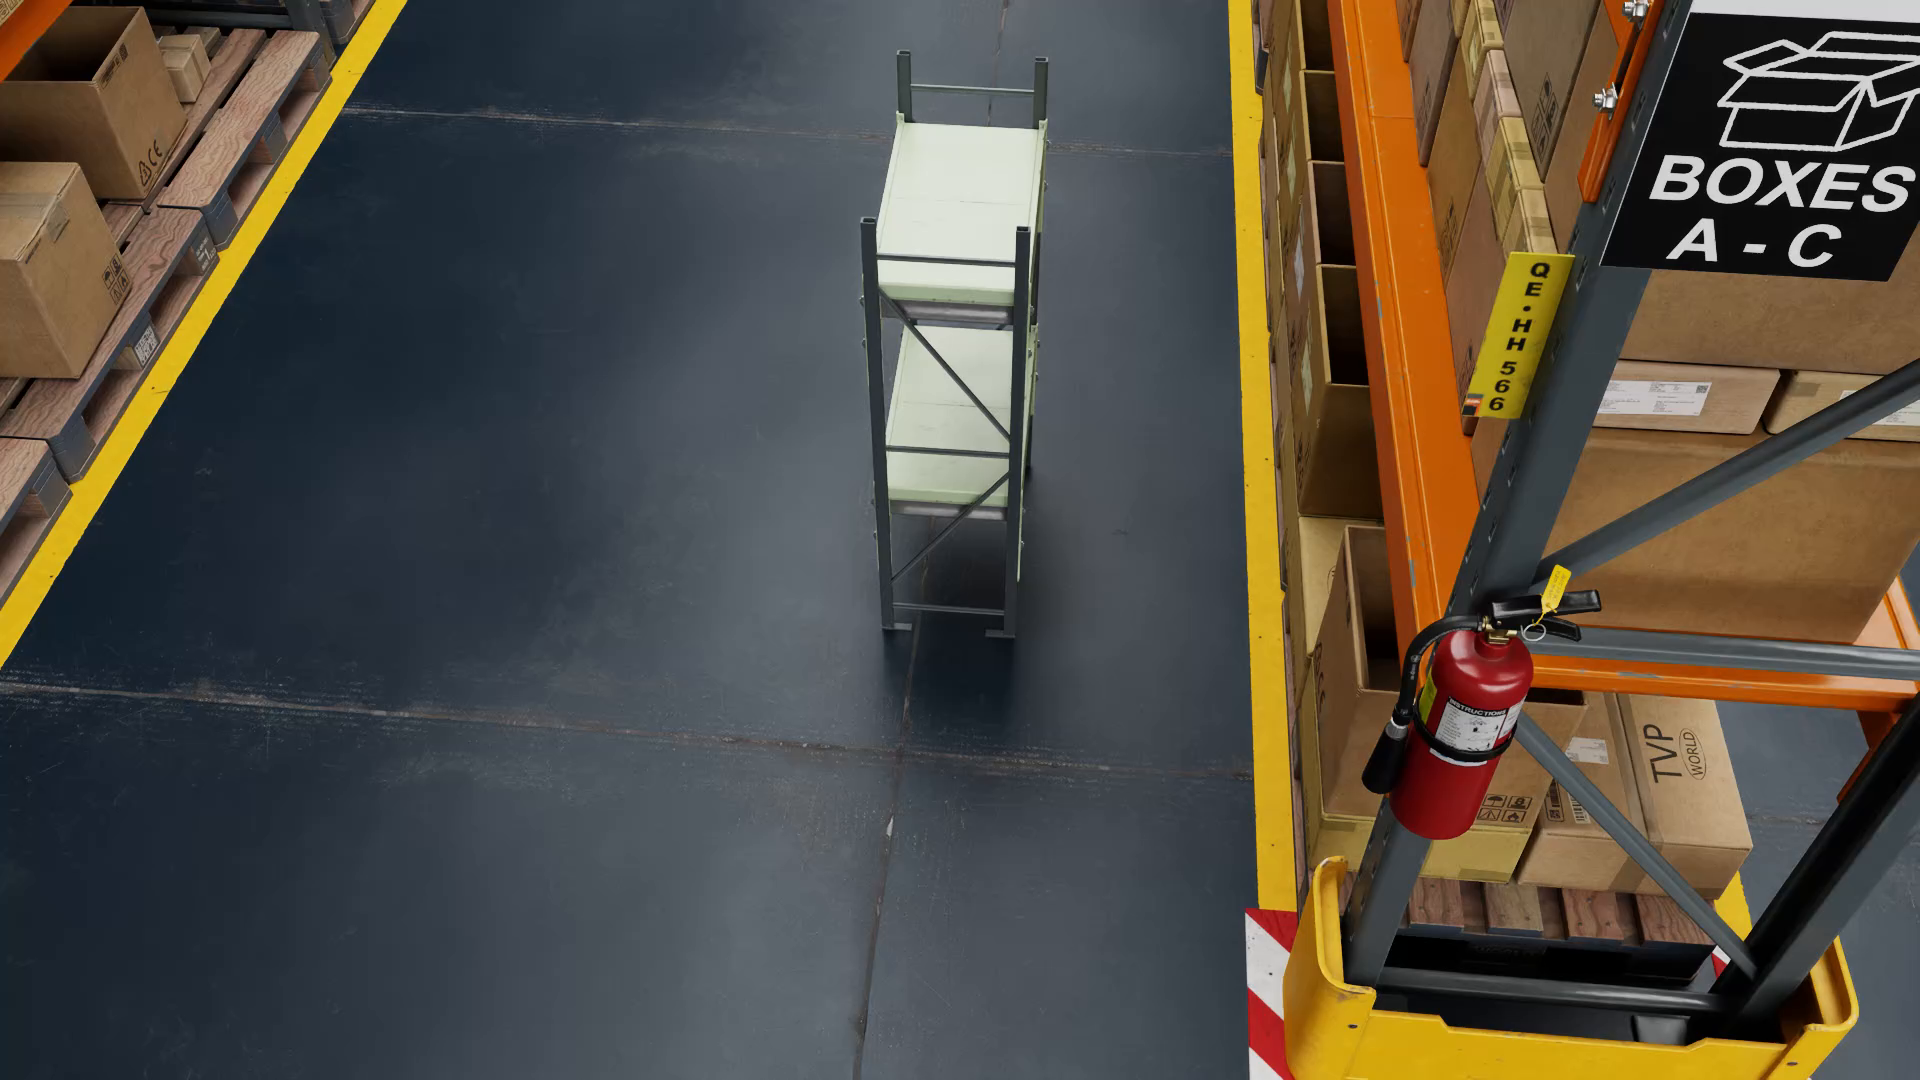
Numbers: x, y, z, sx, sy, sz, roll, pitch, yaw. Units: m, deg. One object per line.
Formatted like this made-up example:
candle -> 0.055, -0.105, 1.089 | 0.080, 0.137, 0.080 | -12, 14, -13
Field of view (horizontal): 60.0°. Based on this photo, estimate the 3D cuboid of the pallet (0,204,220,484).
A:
pallet -> -3.308, -0.725, 5.770 | 1.003, 0.211, 1.213 | 4, 48, 4

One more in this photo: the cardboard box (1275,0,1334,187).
cardboard box -> 1.368, -1.509, 5.668 | 0.500, 0.500, 0.500 | 4, 48, 4

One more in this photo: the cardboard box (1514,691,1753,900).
cardboard box -> 1.666, 0.616, 4.232 | 0.500, 0.250, 0.500 | 4, 48, 4

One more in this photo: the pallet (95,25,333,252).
pallet -> -3.199, -1.624, 6.592 | 1.003, 0.211, 1.213 | 4, 48, 4

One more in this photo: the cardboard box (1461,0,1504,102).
cardboard box -> 1.335, -1.095, 3.712 | 0.380, 0.149, 0.250 | 5, 48, 5

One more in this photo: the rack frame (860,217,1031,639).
rack frame -> -0.034, -0.232, 4.446 | 0.400, 1.500, 0.023 | 4, 48, 4

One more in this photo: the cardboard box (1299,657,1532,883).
cardboard box -> 1.150, 0.581, 4.264 | 0.500, 0.250, 0.500 | 4, 48, 4

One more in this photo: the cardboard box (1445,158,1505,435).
cardboard box -> 1.494, -0.553, 3.655 | 0.700, 0.500, 0.500 | 5, 48, 5

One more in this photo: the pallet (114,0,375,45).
pallet -> -3.104, -2.692, 7.569 | 1.003, 0.211, 1.213 | 4, 48, 4

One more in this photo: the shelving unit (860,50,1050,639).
shelving unit -> -0.001, -0.501, 4.692 | 0.431, 1.500, 0.755 | 4, 48, 4

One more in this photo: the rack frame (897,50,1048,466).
rack frame -> 0.033, -0.770, 4.938 | 0.400, 1.500, 0.023 | 4, 48, 4

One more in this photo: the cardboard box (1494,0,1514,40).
cardboard box -> 1.543, -1.401, 3.552 | 0.700, 0.500, 0.500 | 4, 48, 4

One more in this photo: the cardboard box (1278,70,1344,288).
cardboard box -> 1.315, -1.142, 5.333 | 0.500, 0.500, 0.500 | 4, 48, 4

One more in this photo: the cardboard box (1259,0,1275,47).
cardboard box -> 1.509, -2.268, 6.871 | 0.500, 0.250, 0.500 | 3, 48, 3

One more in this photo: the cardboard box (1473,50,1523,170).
cardboard box -> 1.311, -0.902, 3.535 | 0.380, 0.149, 0.250 | 4, 48, 4

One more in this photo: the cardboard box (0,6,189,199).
cardboard box -> -3.228, -1.600, 6.077 | 0.500, 0.500, 0.500 | 1, 48, 1

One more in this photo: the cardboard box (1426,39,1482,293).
cardboard box -> 1.545, -0.918, 3.989 | 0.700, 0.500, 0.500 | 4, 48, 4

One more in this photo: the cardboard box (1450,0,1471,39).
cardboard box -> 1.357, -1.289, 3.889 | 0.380, 0.149, 0.250 | 5, 48, 5

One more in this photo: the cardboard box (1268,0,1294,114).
cardboard box -> 1.406, -1.877, 6.005 | 0.500, 0.500, 0.500 | 4, 48, 4

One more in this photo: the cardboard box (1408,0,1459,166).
cardboard box -> 1.589, -1.305, 4.343 | 0.700, 0.500, 0.500 | 5, 48, 5

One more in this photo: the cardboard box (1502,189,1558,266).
cardboard box -> 1.263, -0.530, 3.194 | 0.380, 0.149, 0.250 | 5, 48, 5

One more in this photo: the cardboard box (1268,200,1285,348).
cardboard box -> 1.314, -0.889, 5.609 | 0.500, 0.250, 0.500 | 4, 48, 4

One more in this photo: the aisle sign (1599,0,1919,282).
aisle sign -> 1.097, -0.640, 2.041 | 0.394, 0.787, 0.004 | 4, 48, 4

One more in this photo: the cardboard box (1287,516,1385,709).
cardboard box -> 1.184, 0.213, 4.601 | 0.500, 0.250, 0.500 | 4, 48, 4

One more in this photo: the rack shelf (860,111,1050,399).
rack shelf -> -0.001, -0.765, 4.404 | 0.431, 0.370, 0.720 | 4, 48, 4

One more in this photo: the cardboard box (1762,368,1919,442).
cardboard box -> 1.646, -0.317, 3.000 | 0.380, 0.149, 0.250 | 4, 48, 3

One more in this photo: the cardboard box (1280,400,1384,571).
cardboard box -> 1.227, -0.154, 4.937 | 0.500, 0.250, 0.500 | 4, 48, 4

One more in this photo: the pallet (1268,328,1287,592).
pallet -> 1.537, -0.309, 5.389 | 1.003, 0.211, 1.213 | 4, 48, 4

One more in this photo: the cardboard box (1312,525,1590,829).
cardboard box -> 1.148, 0.328, 3.988 | 0.500, 0.500, 0.500 | 4, 48, 4

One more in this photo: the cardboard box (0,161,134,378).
cardboard box -> -3.217, -0.883, 5.421 | 0.700, 0.500, 0.500 | 1, 48, 1

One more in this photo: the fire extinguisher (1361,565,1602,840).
fire extinguisher -> 0.922, 0.291, 3.004 | 0.296, 0.674, 0.183 | 4, 48, 4

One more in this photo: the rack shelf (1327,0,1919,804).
rack shelf -> 1.578, -1.018, 4.636 | 1.077, 0.370, 4.000 | 4, 48, 4

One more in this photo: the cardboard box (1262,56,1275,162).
cardboard box -> 1.416, -1.624, 6.281 | 0.500, 0.250, 0.500 | 4, 48, 4

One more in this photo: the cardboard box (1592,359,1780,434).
cardboard box -> 1.240, -0.337, 3.018 | 0.380, 0.149, 0.250 | 3, 48, 3

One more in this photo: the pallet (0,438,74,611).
pallet -> -3.422, 0.169, 4.952 | 1.003, 0.211, 1.213 | 4, 48, 4

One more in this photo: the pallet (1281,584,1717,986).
pallet -> 1.423, 0.585, 4.571 | 1.003, 0.211, 1.213 | 4, 48, 4

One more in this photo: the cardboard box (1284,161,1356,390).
cardboard box -> 1.271, -0.775, 4.997 | 0.500, 0.500, 0.500 | 4, 48, 4

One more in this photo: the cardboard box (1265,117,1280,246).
cardboard box -> 1.365, -1.256, 5.945 | 0.500, 0.250, 0.500 | 4, 48, 4

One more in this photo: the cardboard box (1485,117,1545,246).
cardboard box -> 1.286, -0.717, 3.366 | 0.380, 0.149, 0.250 | 3, 48, 3

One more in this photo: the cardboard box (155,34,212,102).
cardboard box -> -3.192, -1.858, 6.538 | 0.380, 0.166, 0.250 | -2, 48, -2

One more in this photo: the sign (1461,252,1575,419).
sign -> 0.856, -0.308, 2.554 | 0.100, 0.325, 0.005 | 4, 48, 4

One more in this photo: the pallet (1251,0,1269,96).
pallet -> 1.788, -2.333, 7.241 | 1.003, 0.211, 1.213 | 4, 48, 4

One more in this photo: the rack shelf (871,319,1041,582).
rack shelf -> -0.001, -0.281, 4.933 | 0.431, 0.370, 0.720 | 4, 48, 4

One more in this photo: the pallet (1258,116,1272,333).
pallet -> 1.646, -1.208, 6.211 | 1.003, 0.211, 1.213 | 4, 48, 4

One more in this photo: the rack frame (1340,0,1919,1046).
rack frame -> 1.395, 0.209, 3.026 | 1.000, 3.000, 0.127 | 4, 48, 4

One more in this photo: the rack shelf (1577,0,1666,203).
rack shelf -> 1.578, -2.030, 3.529 | 1.077, 0.370, 4.000 | 4, 48, 4

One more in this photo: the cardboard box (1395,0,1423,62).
cardboard box -> 1.635, -1.681, 4.687 | 0.700, 0.500, 0.500 | 5, 48, 4

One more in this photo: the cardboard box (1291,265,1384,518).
cardboard box -> 1.224, -0.408, 4.661 | 0.500, 0.500, 0.500 | 4, 48, 4

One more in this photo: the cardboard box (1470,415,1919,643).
cardboard box -> 1.451, -0.167, 3.302 | 0.700, 0.500, 0.500 | 4, 48, 4

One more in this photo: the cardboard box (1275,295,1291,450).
cardboard box -> 1.275, -0.522, 5.273 | 0.500, 0.250, 0.500 | 4, 48, 4

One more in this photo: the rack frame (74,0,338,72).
rack frame -> -3.173, -3.061, 6.017 | 1.000, 3.000, 0.127 | 4, 48, 4

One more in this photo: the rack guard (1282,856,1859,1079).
rack guard -> 1.393, 1.070, 3.932 | 1.175, 0.500, 0.348 | 4, 48, 4

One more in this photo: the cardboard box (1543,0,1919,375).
cardboard box -> 1.455, -0.644, 2.859 | 0.700, 0.500, 0.500 | 4, 48, 4

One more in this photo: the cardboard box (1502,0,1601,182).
cardboard box -> 1.498, -1.030, 3.213 | 0.700, 0.500, 0.500 | 3, 48, 3
